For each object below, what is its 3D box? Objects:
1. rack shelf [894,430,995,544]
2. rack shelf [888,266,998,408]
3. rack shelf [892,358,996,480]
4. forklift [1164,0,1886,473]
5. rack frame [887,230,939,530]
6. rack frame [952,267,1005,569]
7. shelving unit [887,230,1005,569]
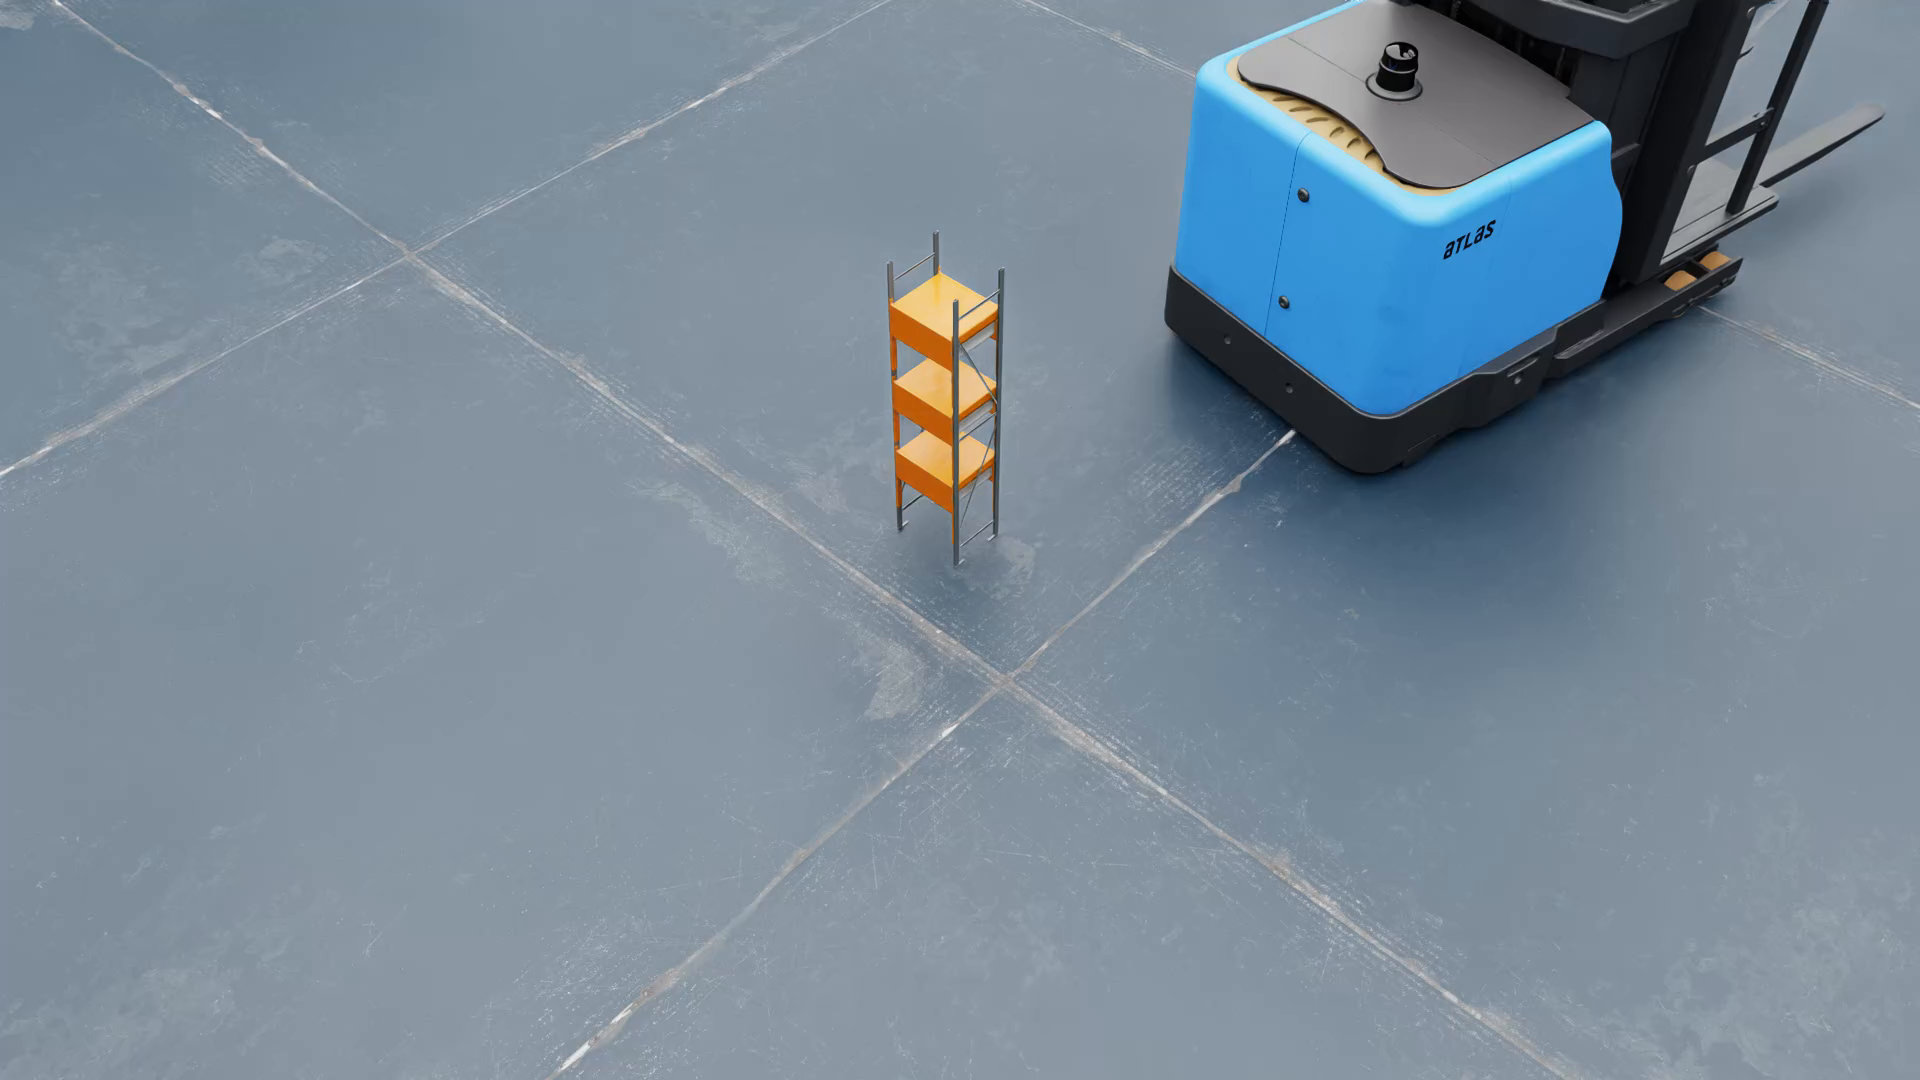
[{"bbox_3d":[-0.039,-0.188,5.102,0.240,0.259,0.215,34,55,28],"label":"rack shelf"},{"bbox_3d":[-0.039,-0.573,4.693,0.240,0.259,0.215,34,55,28],"label":"rack shelf"},{"bbox_3d":[-0.039,-0.379,4.900,0.240,0.259,0.215,34,55,28],"label":"rack shelf"},{"bbox_3d":[2.216,-2.092,5.204,3.031,2.935,1.130,-28,53,-24],"label":"forklift"},{"bbox_3d":[-0.129,-0.446,4.949,0.008,1.050,0.200,34,55,28],"label":"rack frame"},{"bbox_3d":[0.050,-0.325,4.835,0.008,1.050,0.200,34,55,28],"label":"rack frame"},{"bbox_3d":[-0.039,-0.386,4.892,0.252,1.050,0.215,34,55,28],"label":"shelving unit"}]
